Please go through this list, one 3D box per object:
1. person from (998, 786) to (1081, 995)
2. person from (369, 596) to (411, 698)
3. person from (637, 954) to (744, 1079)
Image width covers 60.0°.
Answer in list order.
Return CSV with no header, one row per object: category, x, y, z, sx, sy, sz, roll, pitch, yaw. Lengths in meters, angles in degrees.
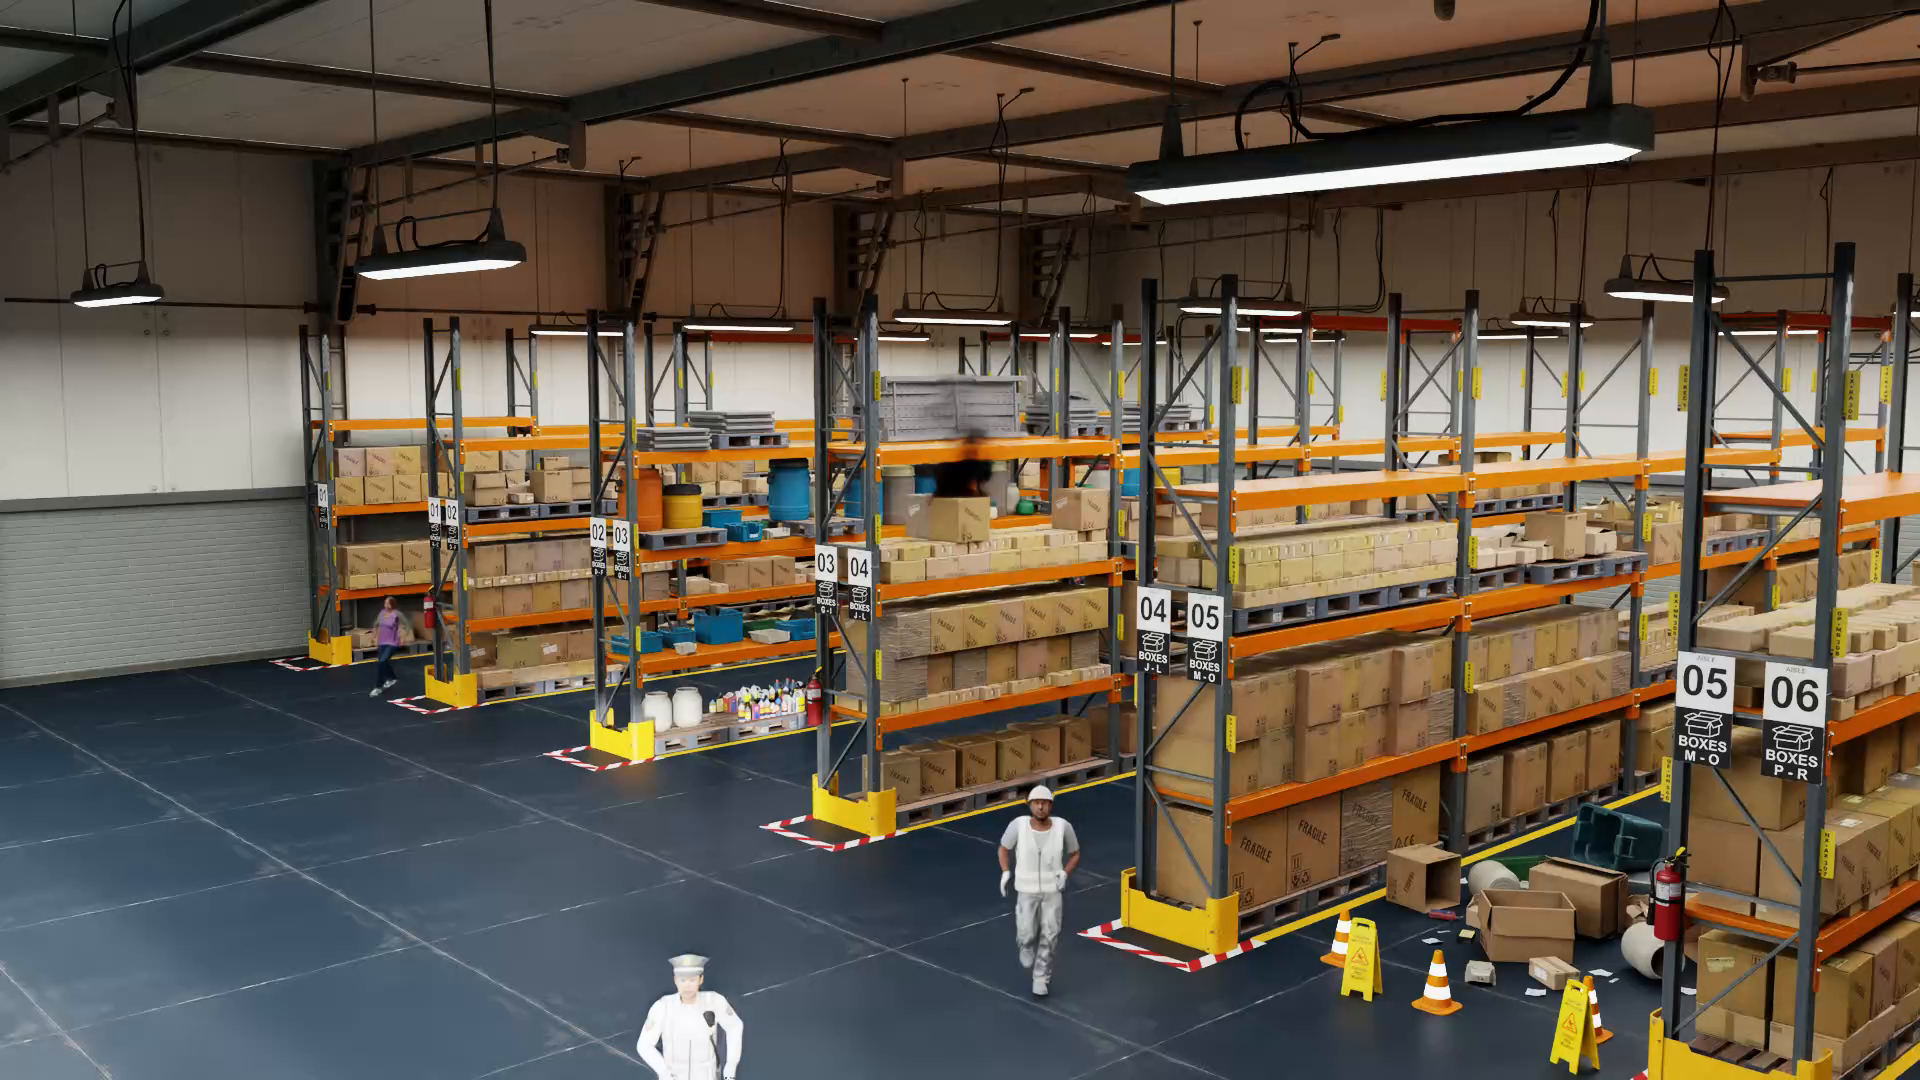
person,0.664,2.907,13.873,0.687,1.735,0.594,0,6,1
person,-9.150,1.693,26.651,0.608,1.608,0.723,2,6,21
person,-1.637,3.313,10.139,0.640,1.705,0.784,-1,6,-8
